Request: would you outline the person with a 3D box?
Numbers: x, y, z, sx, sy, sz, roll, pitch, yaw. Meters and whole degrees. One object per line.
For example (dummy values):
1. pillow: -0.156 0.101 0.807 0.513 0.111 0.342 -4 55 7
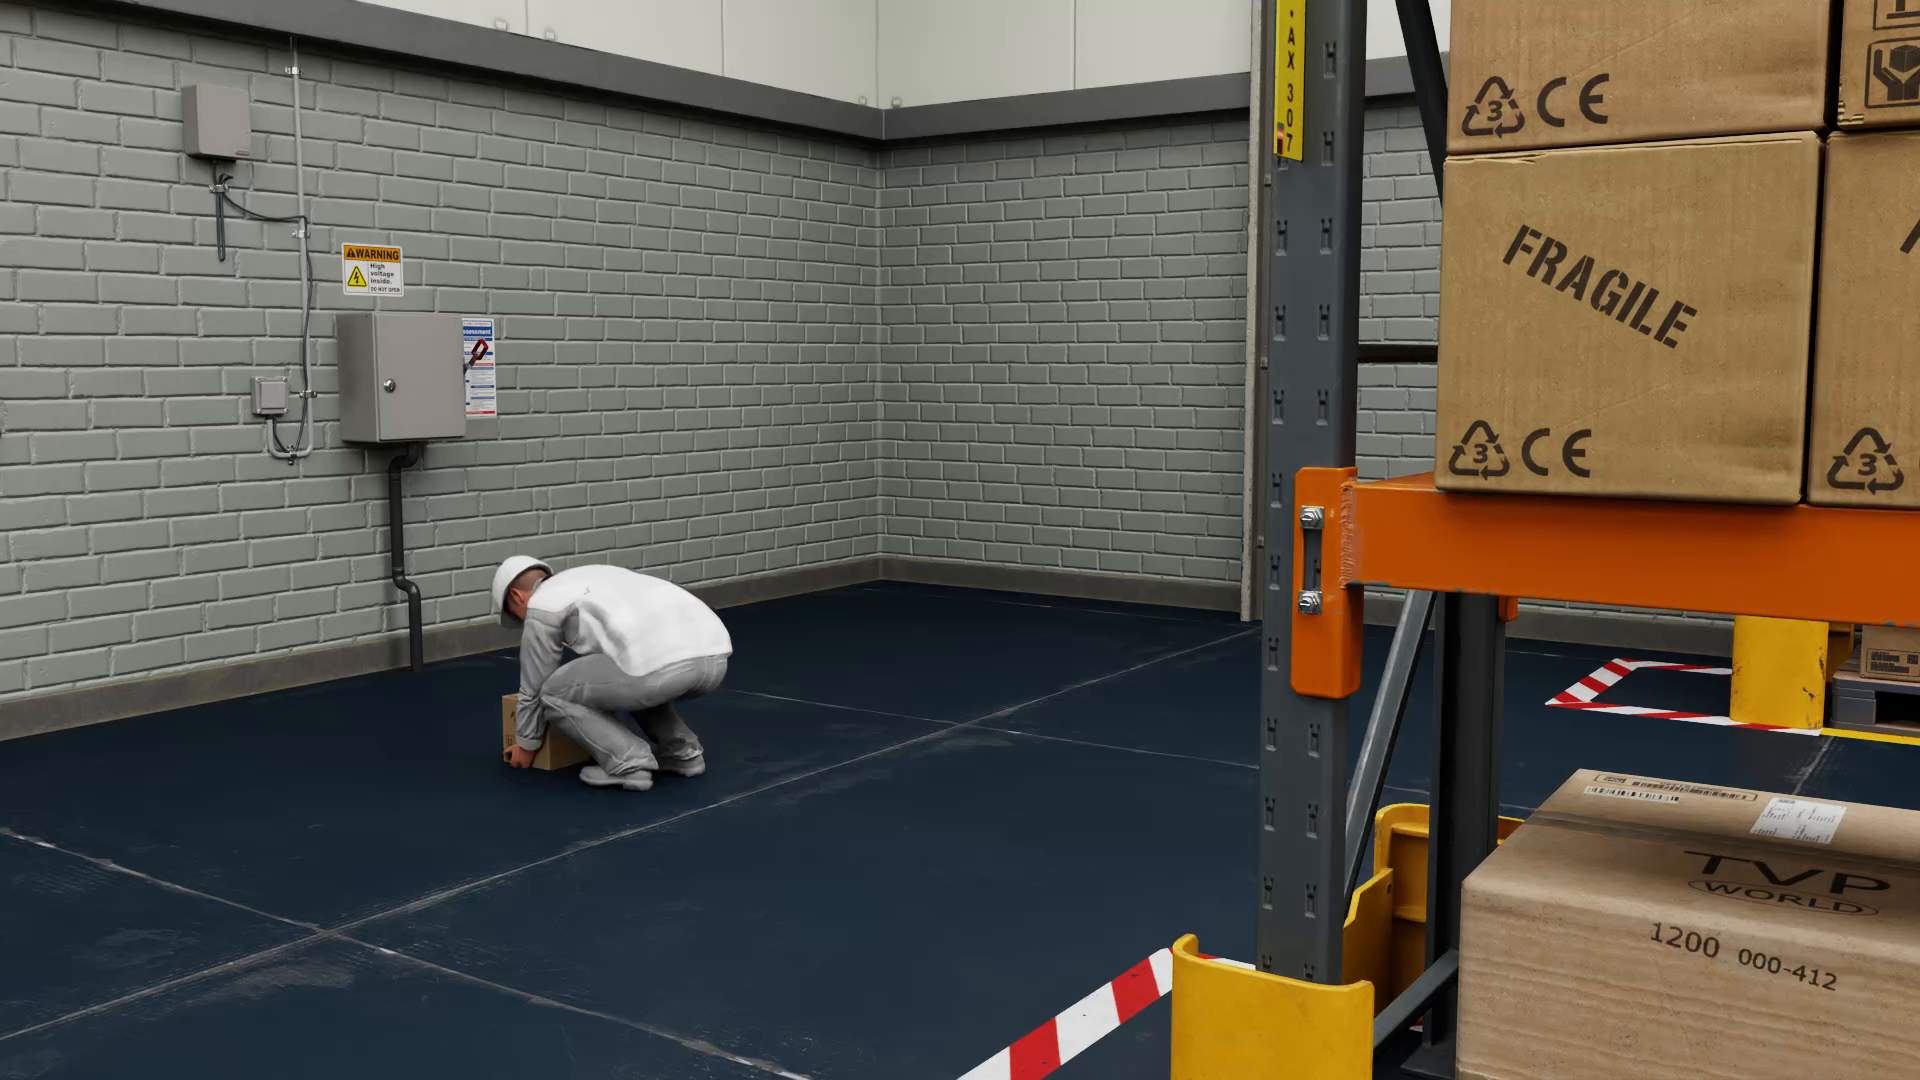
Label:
1. person: -1.294 0.492 6.034 0.973 0.830 0.517 4 7 32
